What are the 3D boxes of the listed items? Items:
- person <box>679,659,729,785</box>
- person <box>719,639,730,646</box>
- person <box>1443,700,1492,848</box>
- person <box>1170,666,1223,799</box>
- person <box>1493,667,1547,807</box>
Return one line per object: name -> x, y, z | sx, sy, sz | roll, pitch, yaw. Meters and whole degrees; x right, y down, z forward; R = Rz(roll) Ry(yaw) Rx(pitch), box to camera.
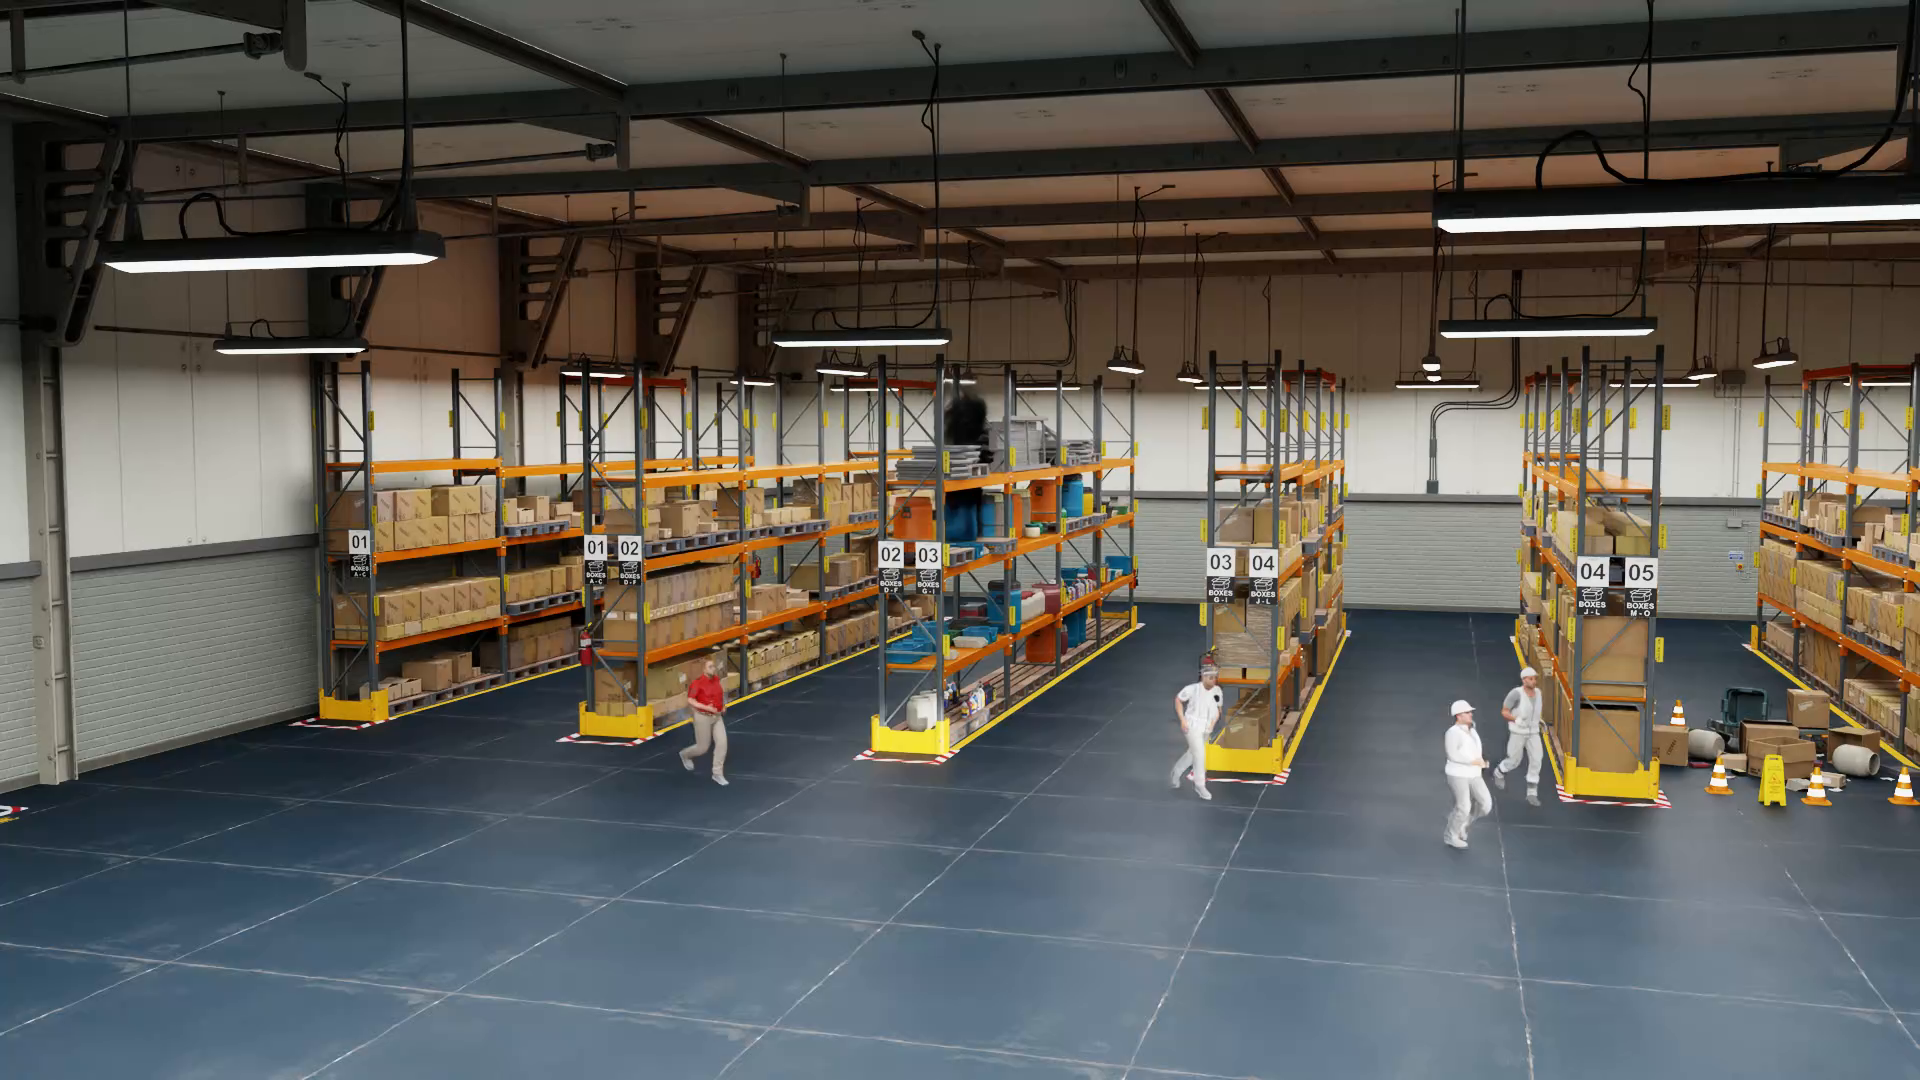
person -> -3.537, 2.522, 23.152 | 0.886, 1.746, 0.673 | 3, 5, 40
person -> -4.951, 1.715, 34.565 | 0.563, 1.618, 0.572 | 1, 4, 15
person -> 5.937, 2.742, 19.435 | 0.622, 1.732, 0.589 | -3, 5, -40
person -> 3.218, 2.543, 22.466 | 0.640, 1.743, 0.946 | -2, 5, -27
person -> 7.412, 2.548, 21.927 | 0.640, 1.782, 0.976 | -1, 4, -13
